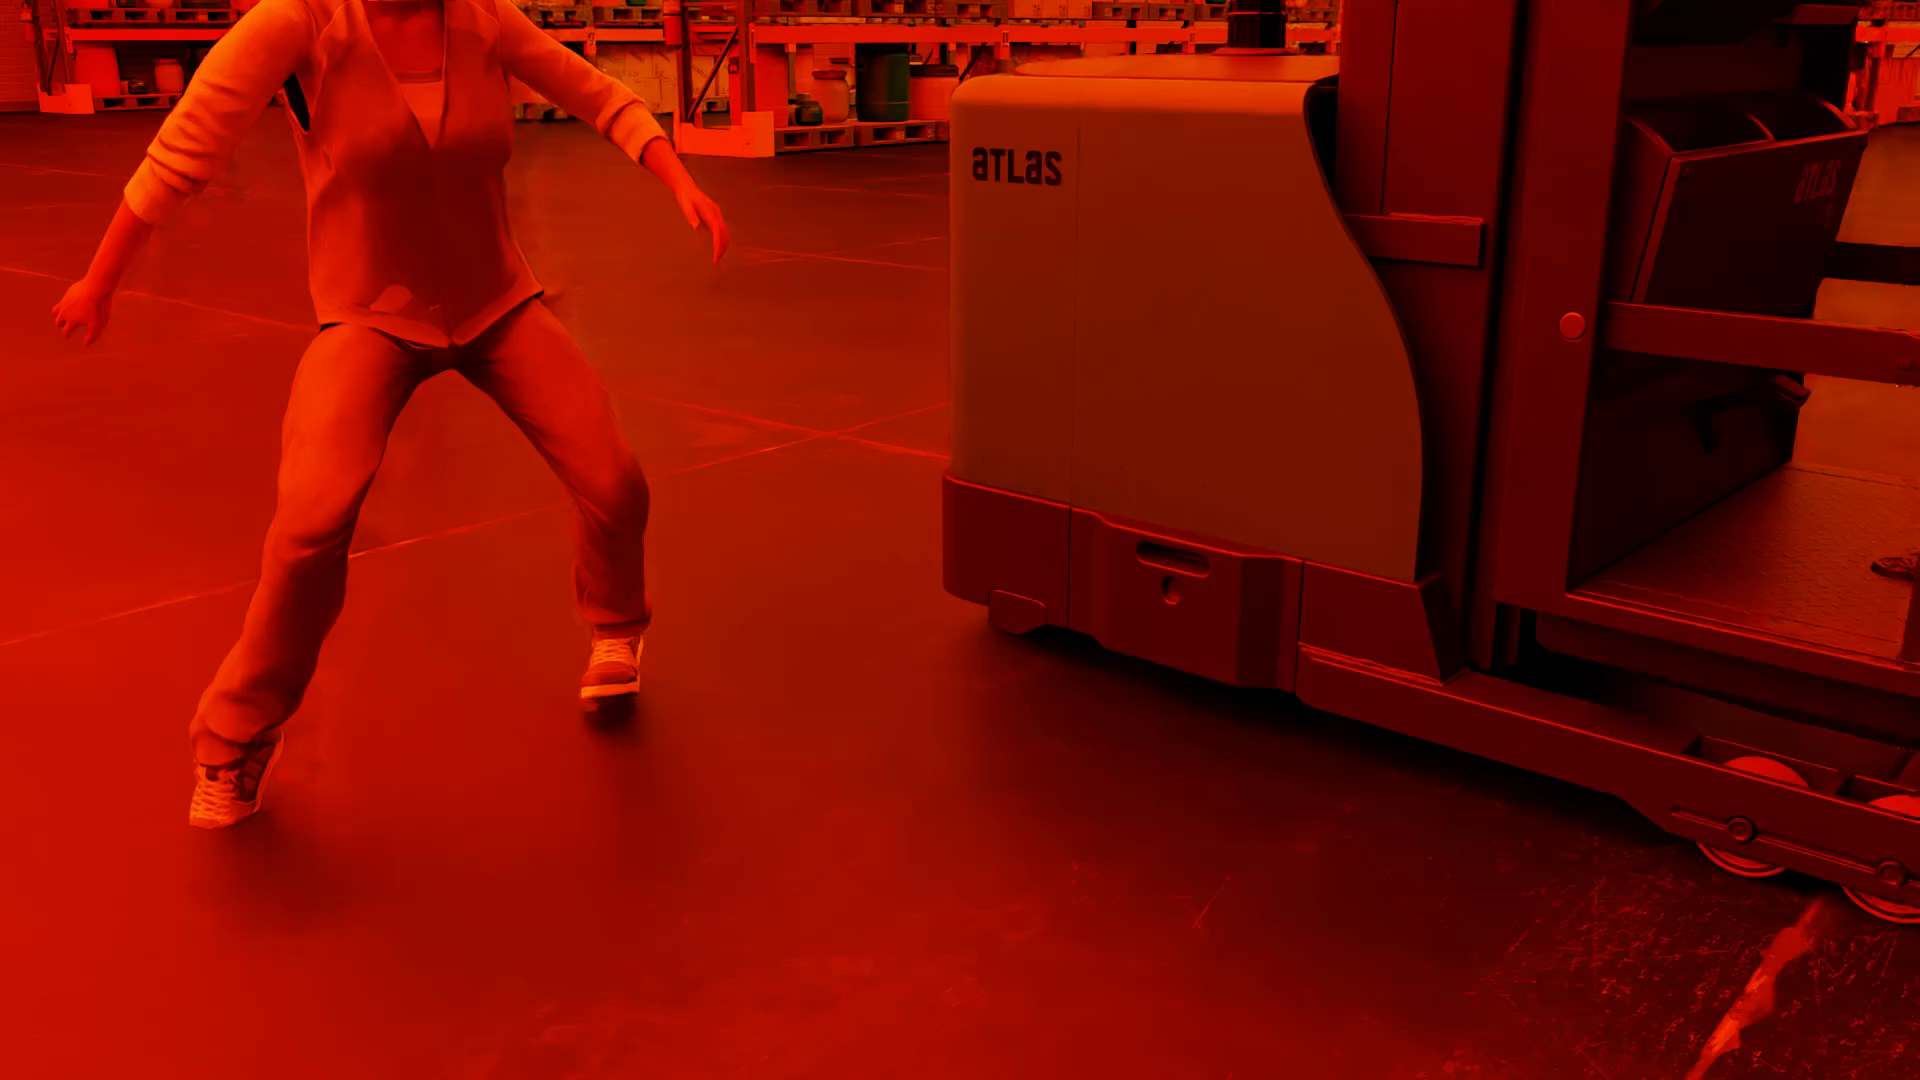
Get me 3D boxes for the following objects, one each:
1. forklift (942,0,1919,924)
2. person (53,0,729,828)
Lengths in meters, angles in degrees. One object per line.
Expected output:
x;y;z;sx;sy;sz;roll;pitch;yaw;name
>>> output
1.400;-1.058;2.382;3.031;2.935;1.130;15;22;40;forklift
-0.848;-0.279;2.544;0.907;1.520;0.514;-10;20;-30;person
